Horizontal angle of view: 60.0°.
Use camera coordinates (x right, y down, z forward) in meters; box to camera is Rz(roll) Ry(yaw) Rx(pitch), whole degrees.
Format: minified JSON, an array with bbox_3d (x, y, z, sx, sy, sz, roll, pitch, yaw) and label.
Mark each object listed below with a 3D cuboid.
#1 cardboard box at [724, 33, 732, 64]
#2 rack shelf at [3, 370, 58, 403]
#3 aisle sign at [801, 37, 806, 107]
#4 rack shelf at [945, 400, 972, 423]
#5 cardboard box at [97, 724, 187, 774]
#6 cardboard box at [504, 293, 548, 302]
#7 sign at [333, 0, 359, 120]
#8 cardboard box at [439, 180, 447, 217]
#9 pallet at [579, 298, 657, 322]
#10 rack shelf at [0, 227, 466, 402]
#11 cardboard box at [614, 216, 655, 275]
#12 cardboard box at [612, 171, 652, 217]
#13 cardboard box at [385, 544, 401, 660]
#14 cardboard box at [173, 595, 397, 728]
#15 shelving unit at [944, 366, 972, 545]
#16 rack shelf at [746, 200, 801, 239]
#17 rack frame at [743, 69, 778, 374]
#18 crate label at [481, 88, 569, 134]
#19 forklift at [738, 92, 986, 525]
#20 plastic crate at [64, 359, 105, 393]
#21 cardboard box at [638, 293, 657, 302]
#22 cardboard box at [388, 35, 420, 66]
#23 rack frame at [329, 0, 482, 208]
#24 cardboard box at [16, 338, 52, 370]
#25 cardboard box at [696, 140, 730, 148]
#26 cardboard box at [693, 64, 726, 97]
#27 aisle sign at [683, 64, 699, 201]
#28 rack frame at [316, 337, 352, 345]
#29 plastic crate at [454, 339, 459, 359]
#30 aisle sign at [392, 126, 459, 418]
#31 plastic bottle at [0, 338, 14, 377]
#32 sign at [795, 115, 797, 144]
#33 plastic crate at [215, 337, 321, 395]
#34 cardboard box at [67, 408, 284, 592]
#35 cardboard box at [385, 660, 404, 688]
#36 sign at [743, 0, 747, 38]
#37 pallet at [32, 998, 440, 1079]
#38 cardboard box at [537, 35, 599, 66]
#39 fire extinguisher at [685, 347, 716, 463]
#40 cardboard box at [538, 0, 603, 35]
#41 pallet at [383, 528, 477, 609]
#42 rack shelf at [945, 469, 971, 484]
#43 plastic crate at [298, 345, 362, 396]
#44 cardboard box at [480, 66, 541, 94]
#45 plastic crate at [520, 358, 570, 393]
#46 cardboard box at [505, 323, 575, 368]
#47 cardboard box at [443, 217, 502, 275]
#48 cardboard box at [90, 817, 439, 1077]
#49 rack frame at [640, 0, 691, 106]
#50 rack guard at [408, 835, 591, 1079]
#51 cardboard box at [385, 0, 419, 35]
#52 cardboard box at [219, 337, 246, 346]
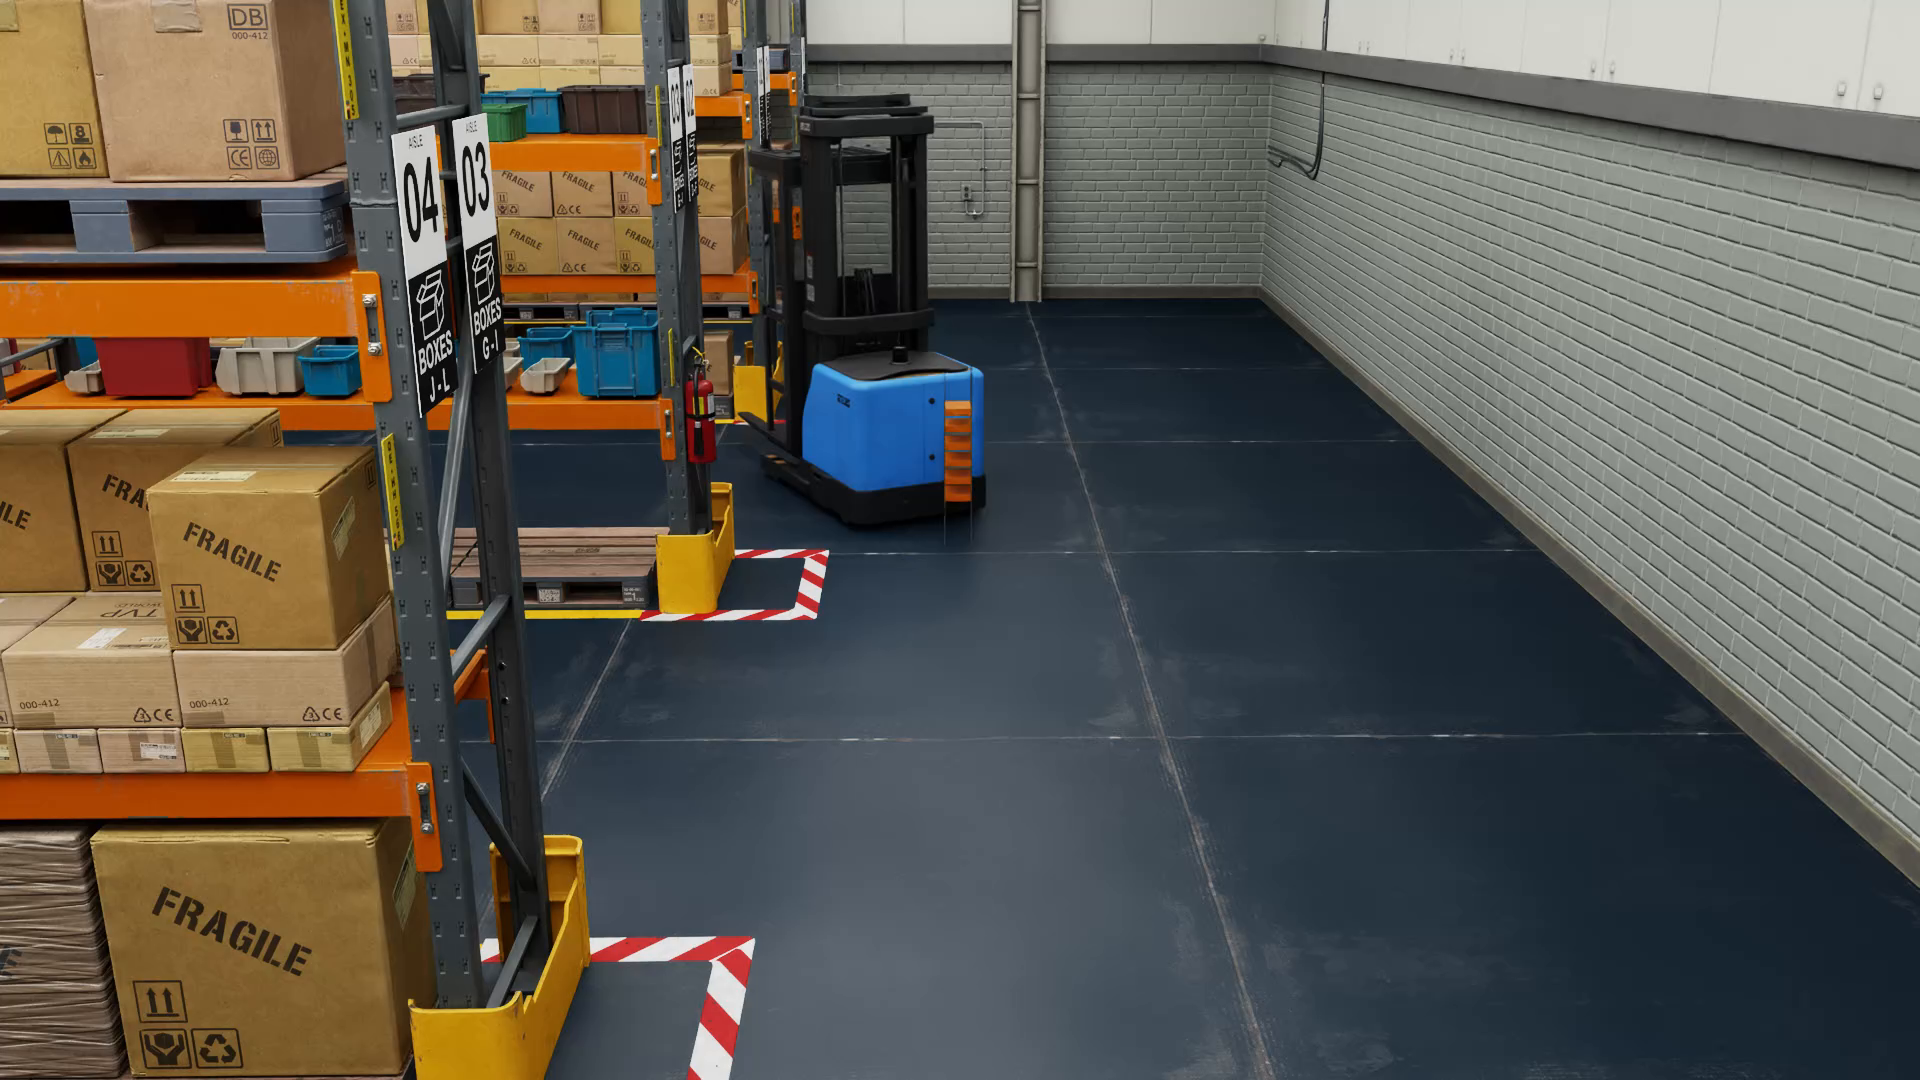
[{"bbox_3d":[-2.295,-4.337,14.673,0.500,0.250,0.500,0,18,-1],"label":"cardboard box"},{"bbox_3d":[-7.702,-0.781,10.248,4.000,0.370,1.077,0,18,-1],"label":"rack shelf"},{"bbox_3d":[-1.782,-5.324,18.979,0.004,0.787,0.394,0,18,-1],"label":"aisle sign"},{"bbox_3d":[-0.014,-0.872,11.268,0.180,0.103,0.258,0,18,-1],"label":"rack shelf"},{"bbox_3d":[-2.487,0.585,5.224,0.250,0.149,0.380,0,18,-1],"label":"cardboard box"},{"bbox_3d":[-5.109,-3.141,19.832,0.500,0.500,0.700,0,18,0],"label":"cardboard box"},{"bbox_3d":[-1.630,-1.286,4.414,0.005,0.325,0.100,0,18,-1],"label":"sign"},{"bbox_3d":[-4.271,-3.091,14.471,0.500,0.500,0.500,-1,18,-2],"label":"cardboard box"},{"bbox_3d":[-3.874,-2.817,19.985,1.213,0.211,1.003,0,18,-1],"label":"pallet"},{"bbox_3d":[-3.624,-0.715,5.134,4.000,0.370,1.077,0,18,-1],"label":"rack shelf"},{"bbox_3d":[-2.739,-2.624,14.652,0.500,0.500,0.500,0,18,0],"label":"cardboard box"},{"bbox_3d":[-2.723,-3.100,14.500,0.500,0.500,0.500,0,18,1],"label":"cardboard box"},{"bbox_3d":[-2.108,0.210,5.740,0.500,0.250,0.500,-1,18,-2],"label":"cardboard box"},{"bbox_3d":[-2.105,0.374,5.230,0.500,0.250,0.500,-1,18,-2],"label":"cardboard box"},{"bbox_3d":[-0.014,-0.571,11.364,0.189,1.200,0.258,0,18,-1],"label":"shelving unit"},{"bbox_3d":[-3.859,-3.826,19.741,4.000,0.370,1.077,0,18,-1],"label":"rack shelf"},{"bbox_3d":[-1.777,-2.665,14.944,0.127,3.000,1.000,0,18,-1],"label":"rack frame"},{"bbox_3d":[-2.630,-2.604,10.087,0.502,0.251,0.408,0,18,-1],"label":"crate label"},{"bbox_3d":[-0.924,-1.908,12.697,1.130,2.935,3.031,-9,20,-25],"label":"forklift"},{"bbox_3d":[-5.234,-0.994,10.070,0.243,0.136,0.396,0,18,-1],"label":"plastic crate"},{"bbox_3d":[-3.560,-3.149,19.857,0.500,0.500,0.700,-1,18,-3],"label":"cardboard box"},{"bbox_3d":[-4.786,-4.170,14.153,0.500,0.250,0.500,0,18,-1],"label":"cardboard box"},{"bbox_3d":[-1.624,-2.496,4.596,0.127,3.000,1.000,0,18,-1],"label":"rack frame"},{"bbox_3d":[-8.291,-1.566,14.889,0.500,0.500,0.500,-1,18,-2],"label":"cardboard box"},{"bbox_3d":[-3.096,-4.308,19.576,0.700,0.700,0.980,0,18,-1],"label":"cardboard box"},{"bbox_3d":[-2.286,-3.939,14.250,0.500,0.250,0.500,0,18,-1],"label":"cardboard box"},{"bbox_3d":[-1.635,-2.481,10.115,0.004,0.787,0.394,0,18,-1],"label":"aisle sign"},{"bbox_3d":[-5.776,-2.646,14.884,0.127,3.000,1.000,0,18,-1],"label":"rack frame"},{"bbox_3d":[-3.271,-1.194,10.535,0.300,0.233,0.416,0,18,-1],"label":"plastic crate"},{"bbox_3d":[-1.548,-0.786,4.831,0.004,0.787,0.394,0,18,-1],"label":"aisle sign"},{"bbox_3d":[-6.099,-1.206,10.478,0.185,0.351,0.144,0,18,-1],"label":"plastic bottle"},{"bbox_3d":[-1.864,-4.676,18.931,0.005,0.325,0.100,0,18,-1],"label":"sign"},{"bbox_3d":[-4.172,-1.056,10.025,0.530,0.282,0.437,0,18,-1],"label":"plastic crate"},{"bbox_3d":[-2.608,-0.144,5.618,0.500,0.500,0.500,-1,18,-2],"label":"cardboard box"},{"bbox_3d":[-1.984,0.381,5.860,0.250,0.149,0.380,0,18,0],"label":"cardboard box"},{"bbox_3d":[-1.788,-4.345,13.822,0.005,0.325,0.100,0,18,-1],"label":"sign"},{"bbox_3d":[-2.422,1.716,5.852,1.213,0.211,1.003,0,18,-1],"label":"pallet"},{"bbox_3d":[-3.286,-4.176,14.171,0.500,0.250,0.500,0,18,-1],"label":"cardboard box"},{"bbox_3d":[-1.544,-0.800,9.867,0.183,0.674,0.296,0,18,-1],"label":"fire extinguisher"},{"bbox_3d":[-3.290,-4.598,14.259,0.500,0.500,0.700,0,18,-1],"label":"cardboard box"},{"bbox_3d":[-3.744,0.173,10.663,1.213,0.211,1.003,0,18,-1],"label":"pallet"},{"bbox_3d":[-0.014,-0.415,11.414,0.180,0.103,0.258,0,18,-1],"label":"rack shelf"},{"bbox_3d":[-3.752,-1.013,9.970,0.300,0.233,0.416,0,18,-1],"label":"plastic crate"},{"bbox_3d":[-3.786,-3.936,14.241,0.500,0.250,0.500,0,18,-1],"label":"cardboard box"},{"bbox_3d":[-2.515,-0.996,10.075,0.243,0.136,0.396,0,18,-1],"label":"plastic crate"},{"bbox_3d":[-3.898,-1.677,15.232,0.637,0.503,0.797,0,18,-1],"label":"cardboard box"},{"bbox_3d":[-4.250,-2.618,14.633,0.500,0.500,0.500,0,18,-1],"label":"cardboard box"},{"bbox_3d":[-2.263,1.200,5.687,0.875,0.875,0.875,0,18,-1],"label":"cardboard box"},{"bbox_3d":[-1.702,-4.009,9.312,0.127,3.000,1.000,0,18,-1],"label":"rack frame"},{"bbox_3d":[-1.600,1.551,5.895,0.348,0.500,1.175,0,18,-1],"label":"rack guard"},{"bbox_3d":[-4.789,-4.571,14.174,0.500,0.500,0.700,0,18,-1],"label":"cardboard box"},{"bbox_3d":[-6.265,-1.575,14.919,0.500,0.500,0.500,0,18,-1],"label":"cardboard box"}]
